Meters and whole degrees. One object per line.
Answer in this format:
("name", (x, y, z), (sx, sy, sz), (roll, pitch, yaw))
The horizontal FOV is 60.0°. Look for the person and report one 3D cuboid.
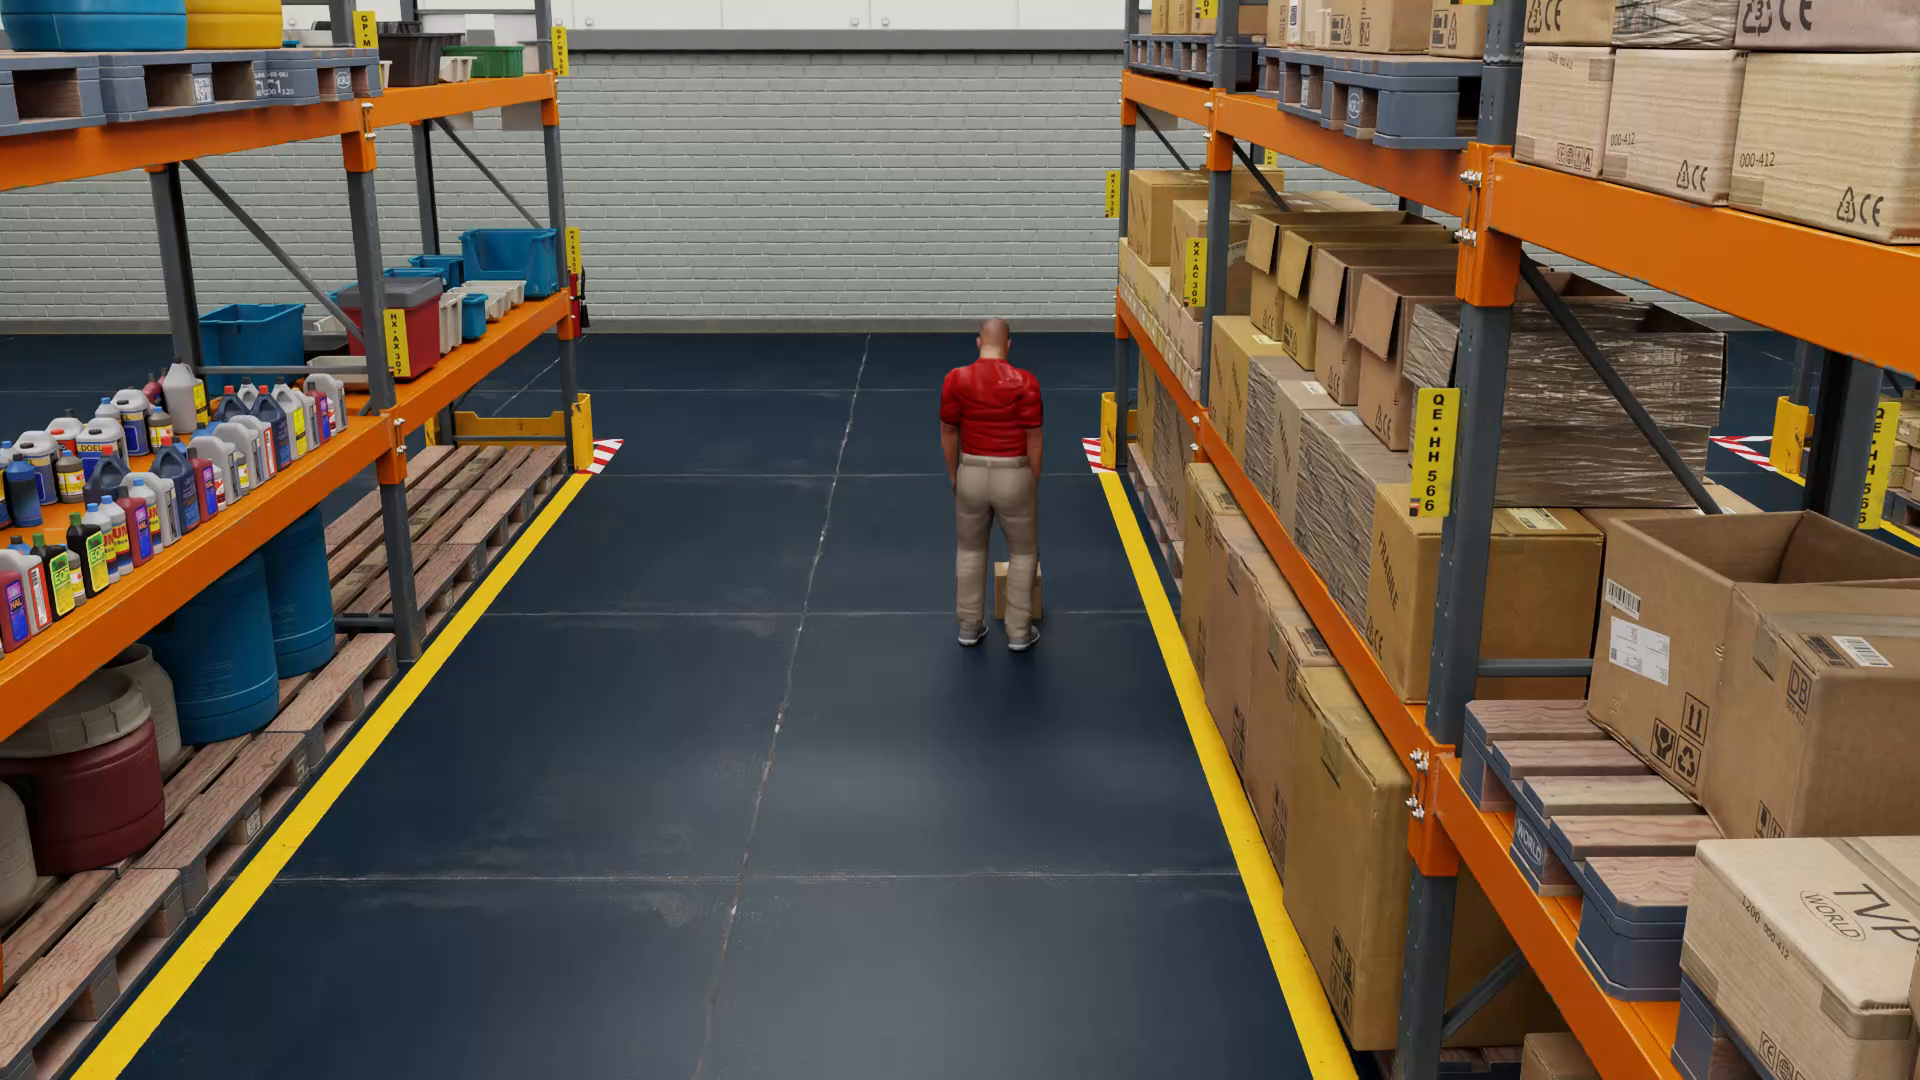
("person", (0.164, -0.280, 8.541), (0.541, 1.709, 0.365), (5, 18, 16))
